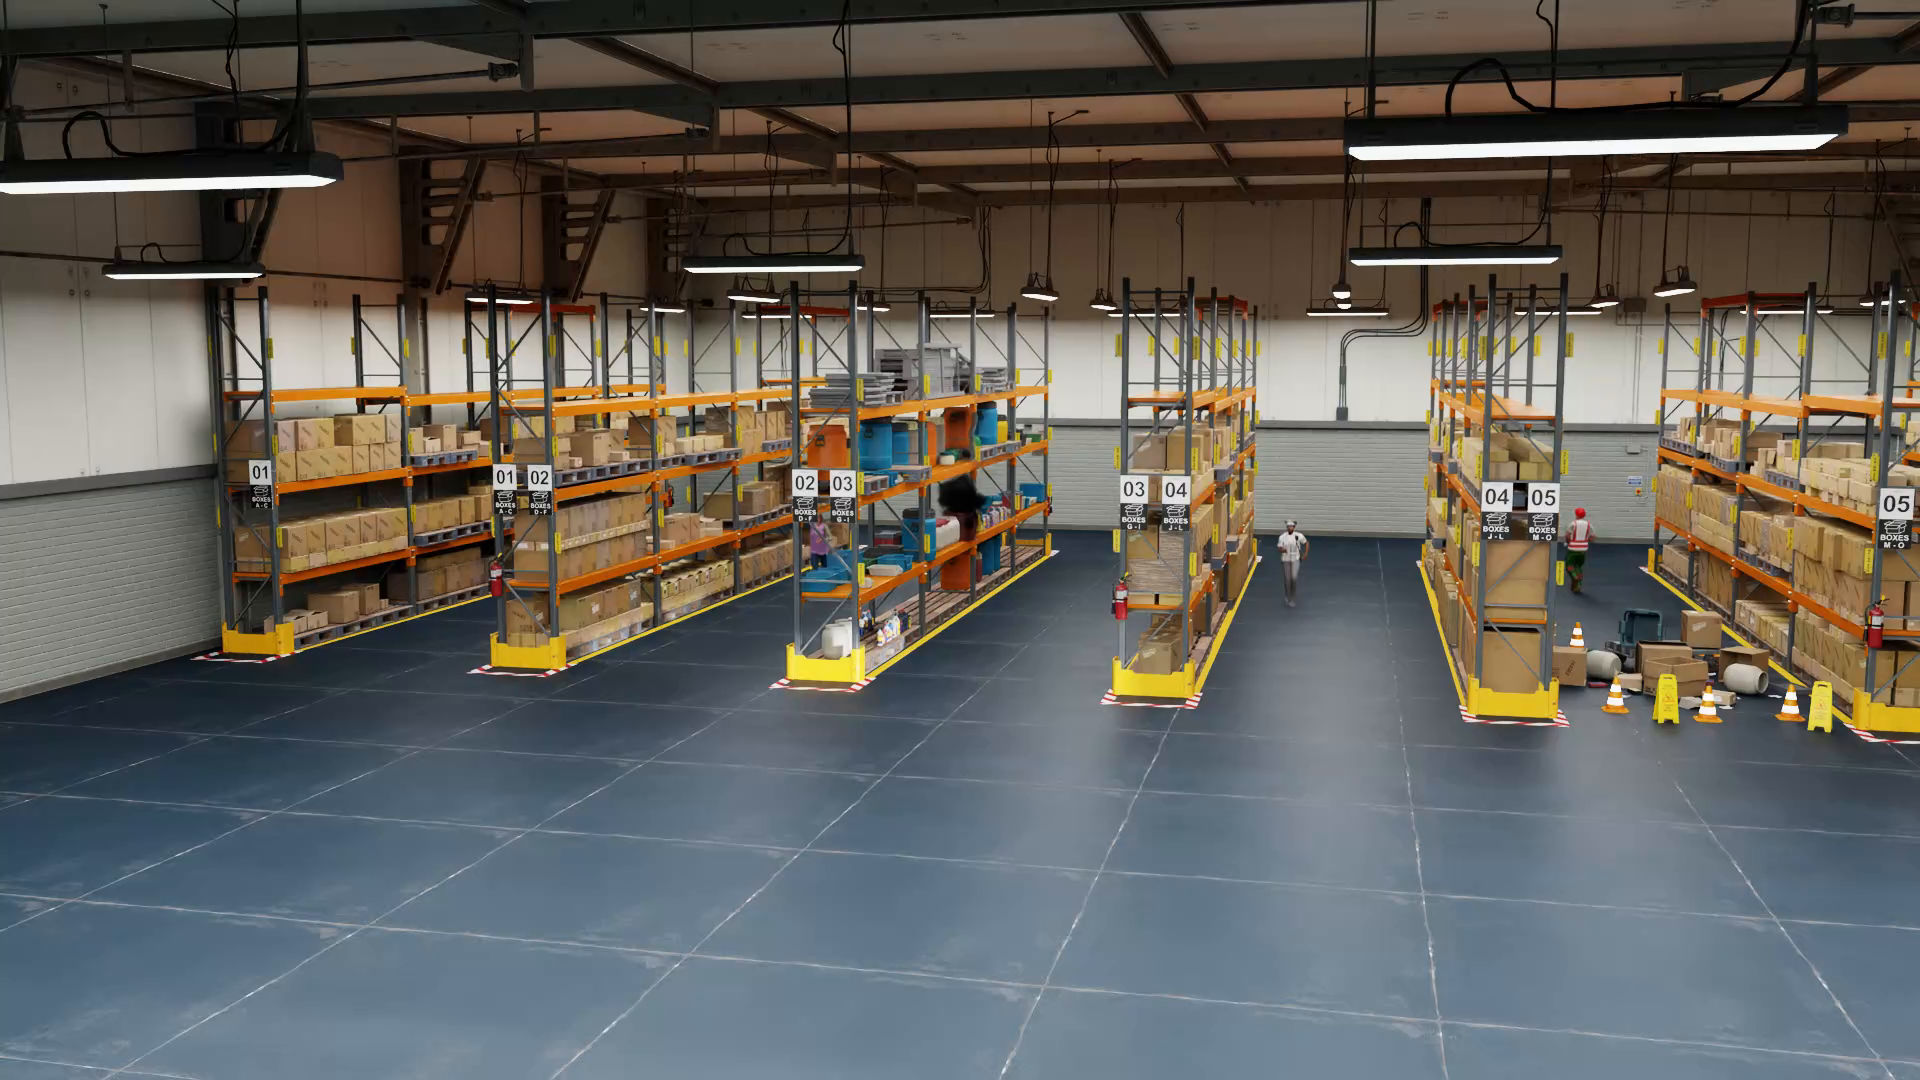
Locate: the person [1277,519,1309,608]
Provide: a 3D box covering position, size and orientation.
[{"bbox_3d":[6.494,0.448,32.558,0.581,1.736,0.765,2,7,19],"label":"person"}]

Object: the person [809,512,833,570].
[{"bbox_3d":[-2.666,0.272,31.709,0.525,1.619,0.769,2,7,14],"label":"person"}]

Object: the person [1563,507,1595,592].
[{"bbox_3d":[12.764,0.184,34.410,0.649,1.740,0.602,0,7,-1],"label":"person"}]
